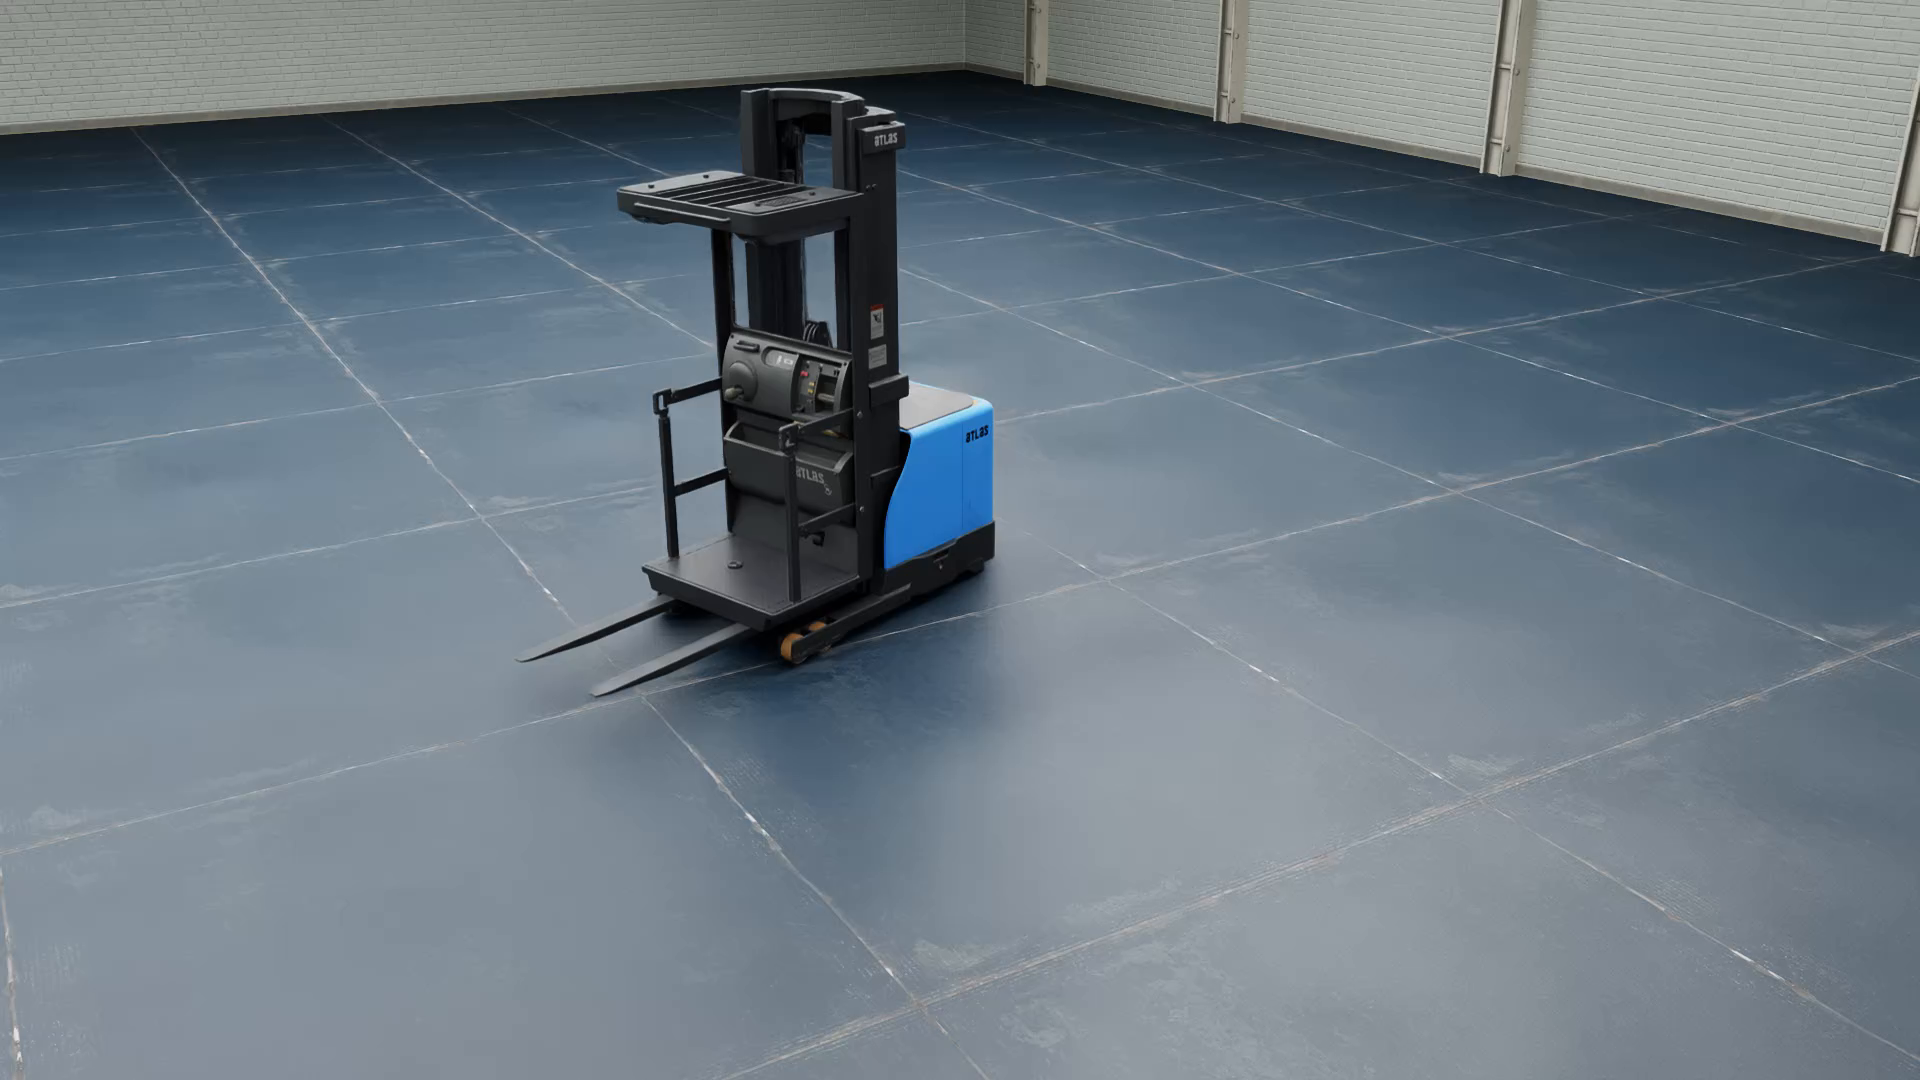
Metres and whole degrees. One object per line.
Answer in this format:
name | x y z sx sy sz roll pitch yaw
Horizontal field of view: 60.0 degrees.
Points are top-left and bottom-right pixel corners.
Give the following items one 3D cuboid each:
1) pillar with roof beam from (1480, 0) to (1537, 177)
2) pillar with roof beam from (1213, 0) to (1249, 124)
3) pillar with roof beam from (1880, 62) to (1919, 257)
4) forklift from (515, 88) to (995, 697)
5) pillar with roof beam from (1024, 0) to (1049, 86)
pillar with roof beam | 3.933 -8.545 19.883 9.100 9.000 0.400 -13 25 -28
pillar with roof beam | 0.868 -10.487 24.661 9.100 9.000 0.400 -13 25 -28
pillar with roof beam | 6.998 -6.602 15.104 9.100 9.000 0.400 -13 25 -28
forklift | -1.109 -0.890 9.109 1.130 2.935 3.031 17 28 36
pillar with roof beam | -2.197 -12.429 29.440 9.100 9.000 0.400 -13 25 -28
